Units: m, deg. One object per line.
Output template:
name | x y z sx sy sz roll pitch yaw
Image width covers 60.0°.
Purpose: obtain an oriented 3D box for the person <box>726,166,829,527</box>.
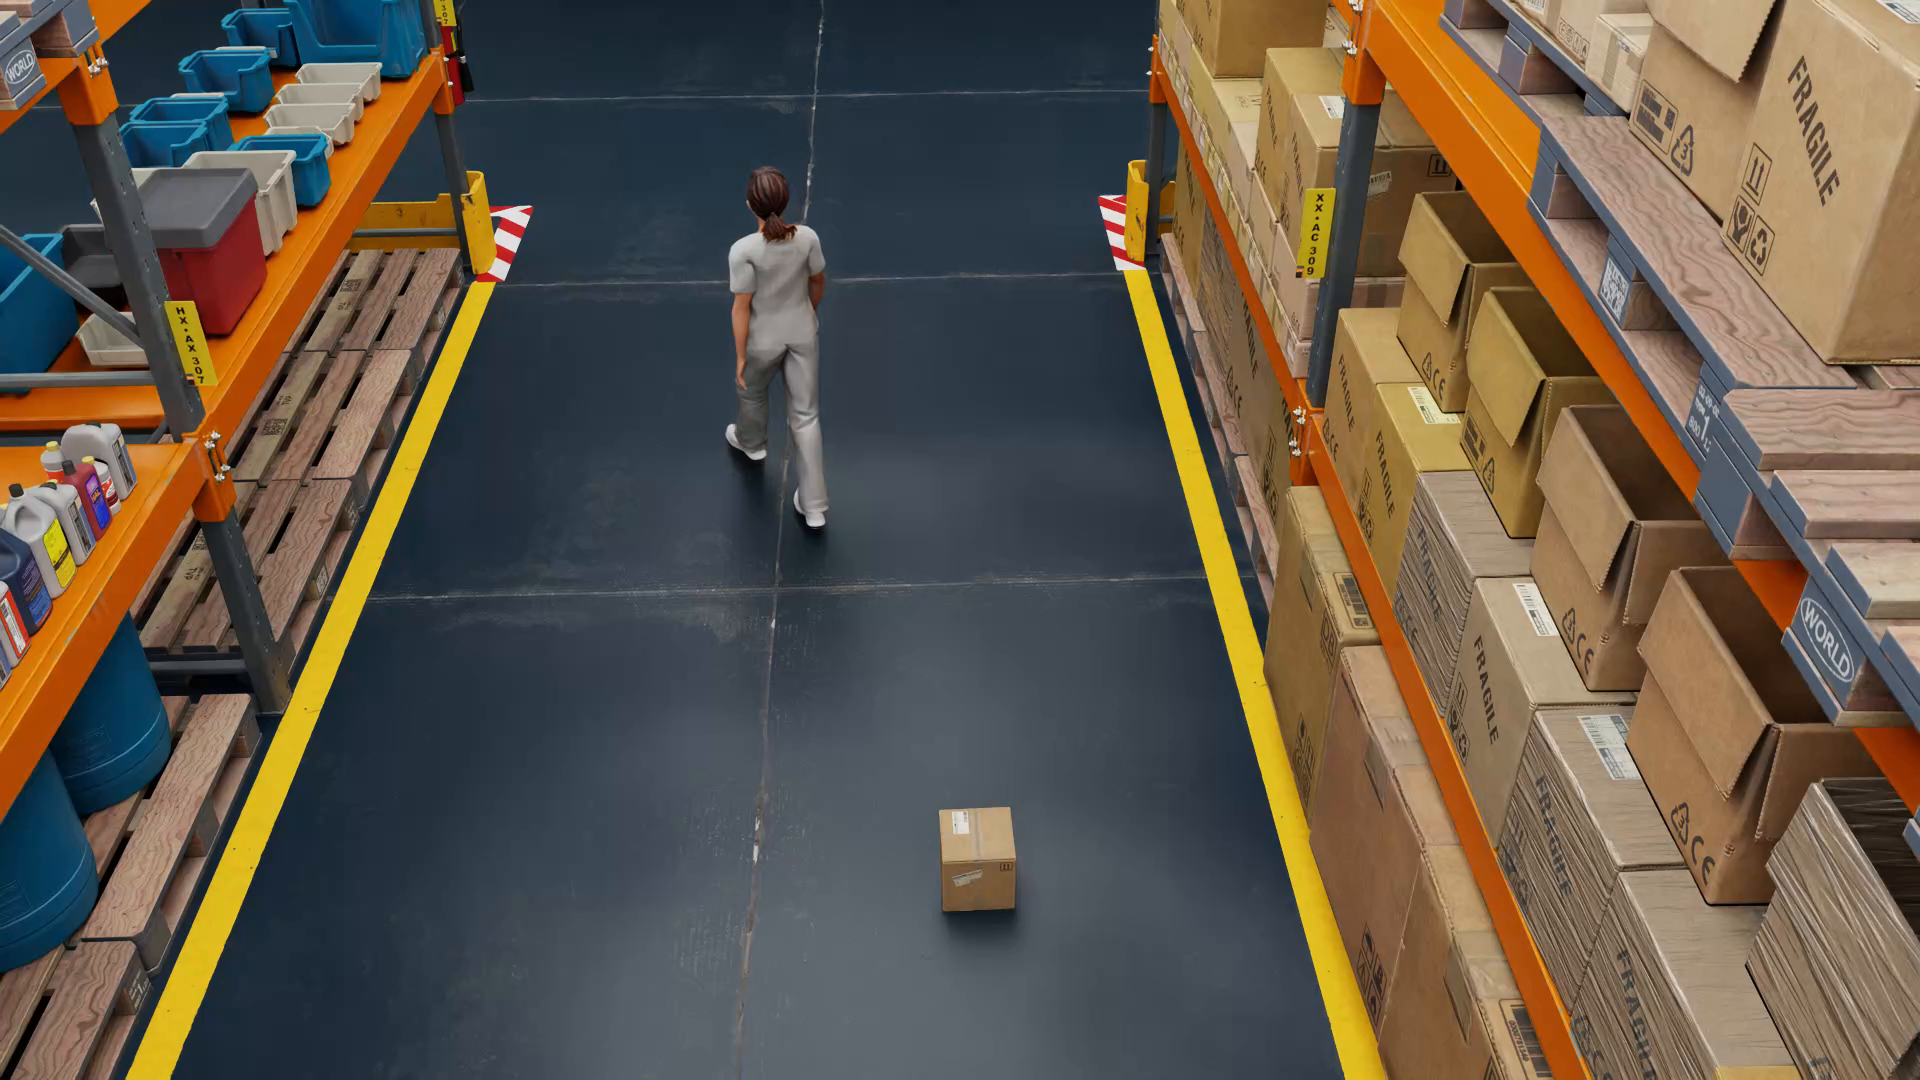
person | -0.831 -0.951 7.468 0.471 1.612 0.985 -13 37 -17
